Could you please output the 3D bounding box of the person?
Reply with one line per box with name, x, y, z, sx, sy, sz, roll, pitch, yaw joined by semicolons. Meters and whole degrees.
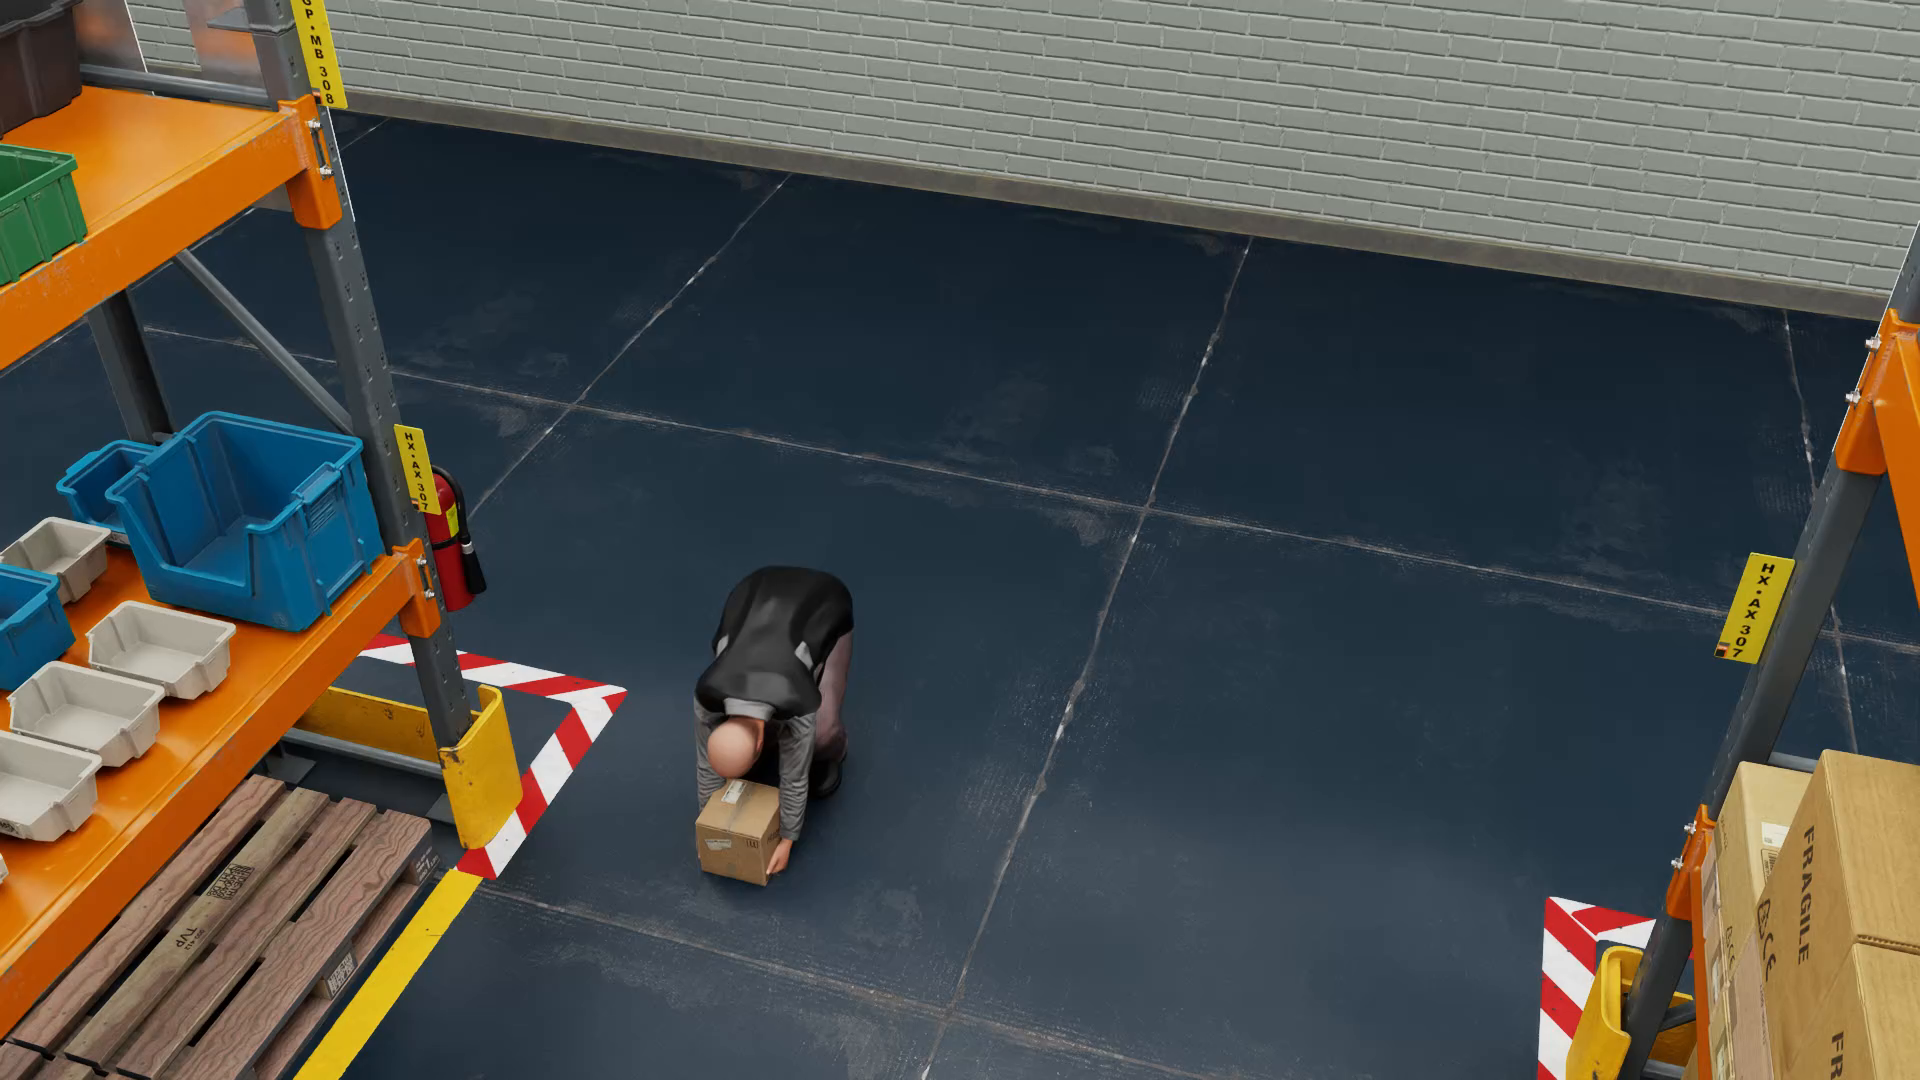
person;-0.679;0.626;6.060;0.519;0.884;0.952;9;38;12
